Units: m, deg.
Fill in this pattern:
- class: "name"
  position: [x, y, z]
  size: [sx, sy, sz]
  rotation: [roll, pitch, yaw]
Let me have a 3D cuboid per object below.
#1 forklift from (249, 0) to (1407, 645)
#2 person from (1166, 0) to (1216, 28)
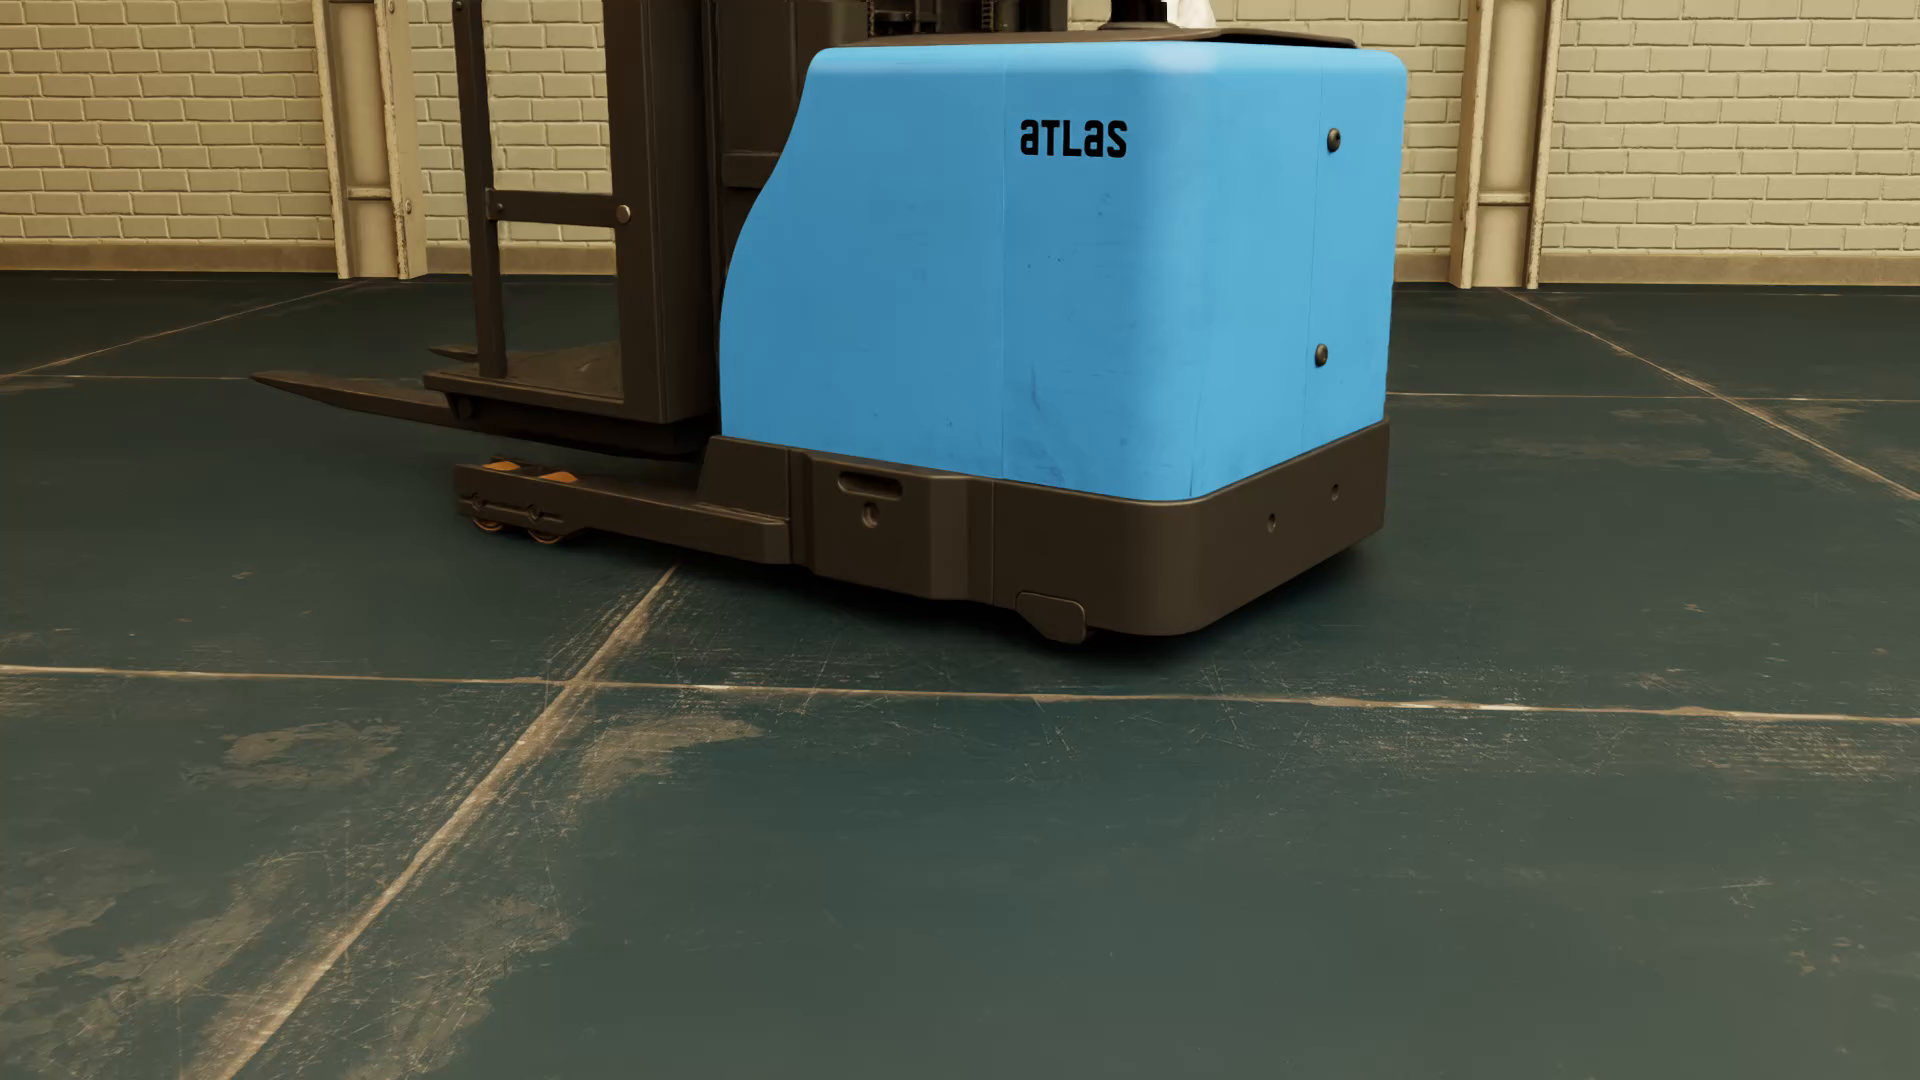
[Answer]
- class: "forklift"
  position: [-0.566, -1.505, 3.764]
  size: [3.031, 2.935, 1.130]
  rotation: [10, 18, 34]
- class: "person"
  position: [1.018, -1.793, 7.017]
  size: [0.578, 1.766, 0.667]
  rotation: [4, 16, 13]
